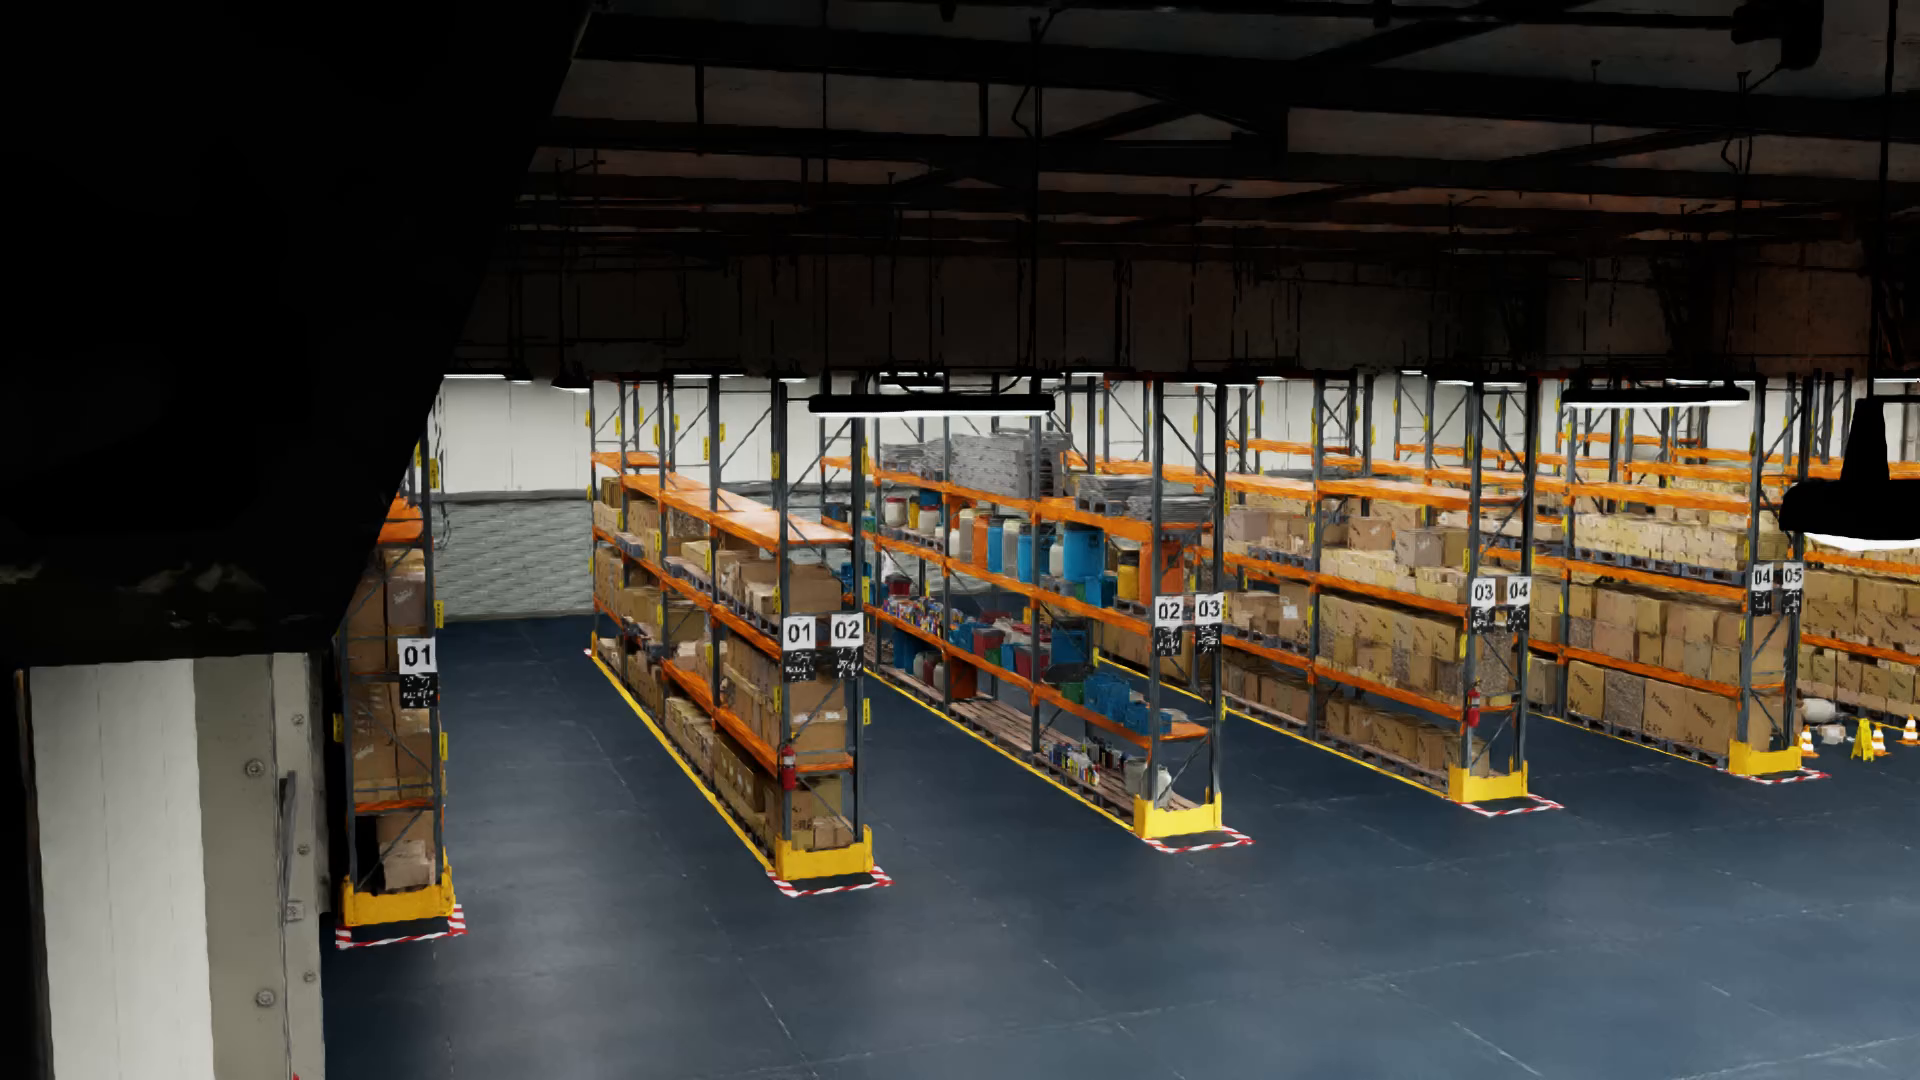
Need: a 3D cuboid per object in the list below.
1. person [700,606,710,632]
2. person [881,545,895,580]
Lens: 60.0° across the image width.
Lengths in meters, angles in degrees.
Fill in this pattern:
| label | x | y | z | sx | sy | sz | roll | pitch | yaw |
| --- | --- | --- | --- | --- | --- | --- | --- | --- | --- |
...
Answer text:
| label | x | y | z | sx | sy | sz | roll | pitch | yaw |
| --- | --- | --- | --- | --- | --- | --- | --- | --- | --- |
| person | -5.904 | 1.208 | 38.075 | 0.637 | 1.784 | 0.496 | 4 | 8 | 33 |
| person | -1.901 | 0.864 | 41.041 | 0.531 | 1.778 | 0.722 | 4 | 7 | 31 |
